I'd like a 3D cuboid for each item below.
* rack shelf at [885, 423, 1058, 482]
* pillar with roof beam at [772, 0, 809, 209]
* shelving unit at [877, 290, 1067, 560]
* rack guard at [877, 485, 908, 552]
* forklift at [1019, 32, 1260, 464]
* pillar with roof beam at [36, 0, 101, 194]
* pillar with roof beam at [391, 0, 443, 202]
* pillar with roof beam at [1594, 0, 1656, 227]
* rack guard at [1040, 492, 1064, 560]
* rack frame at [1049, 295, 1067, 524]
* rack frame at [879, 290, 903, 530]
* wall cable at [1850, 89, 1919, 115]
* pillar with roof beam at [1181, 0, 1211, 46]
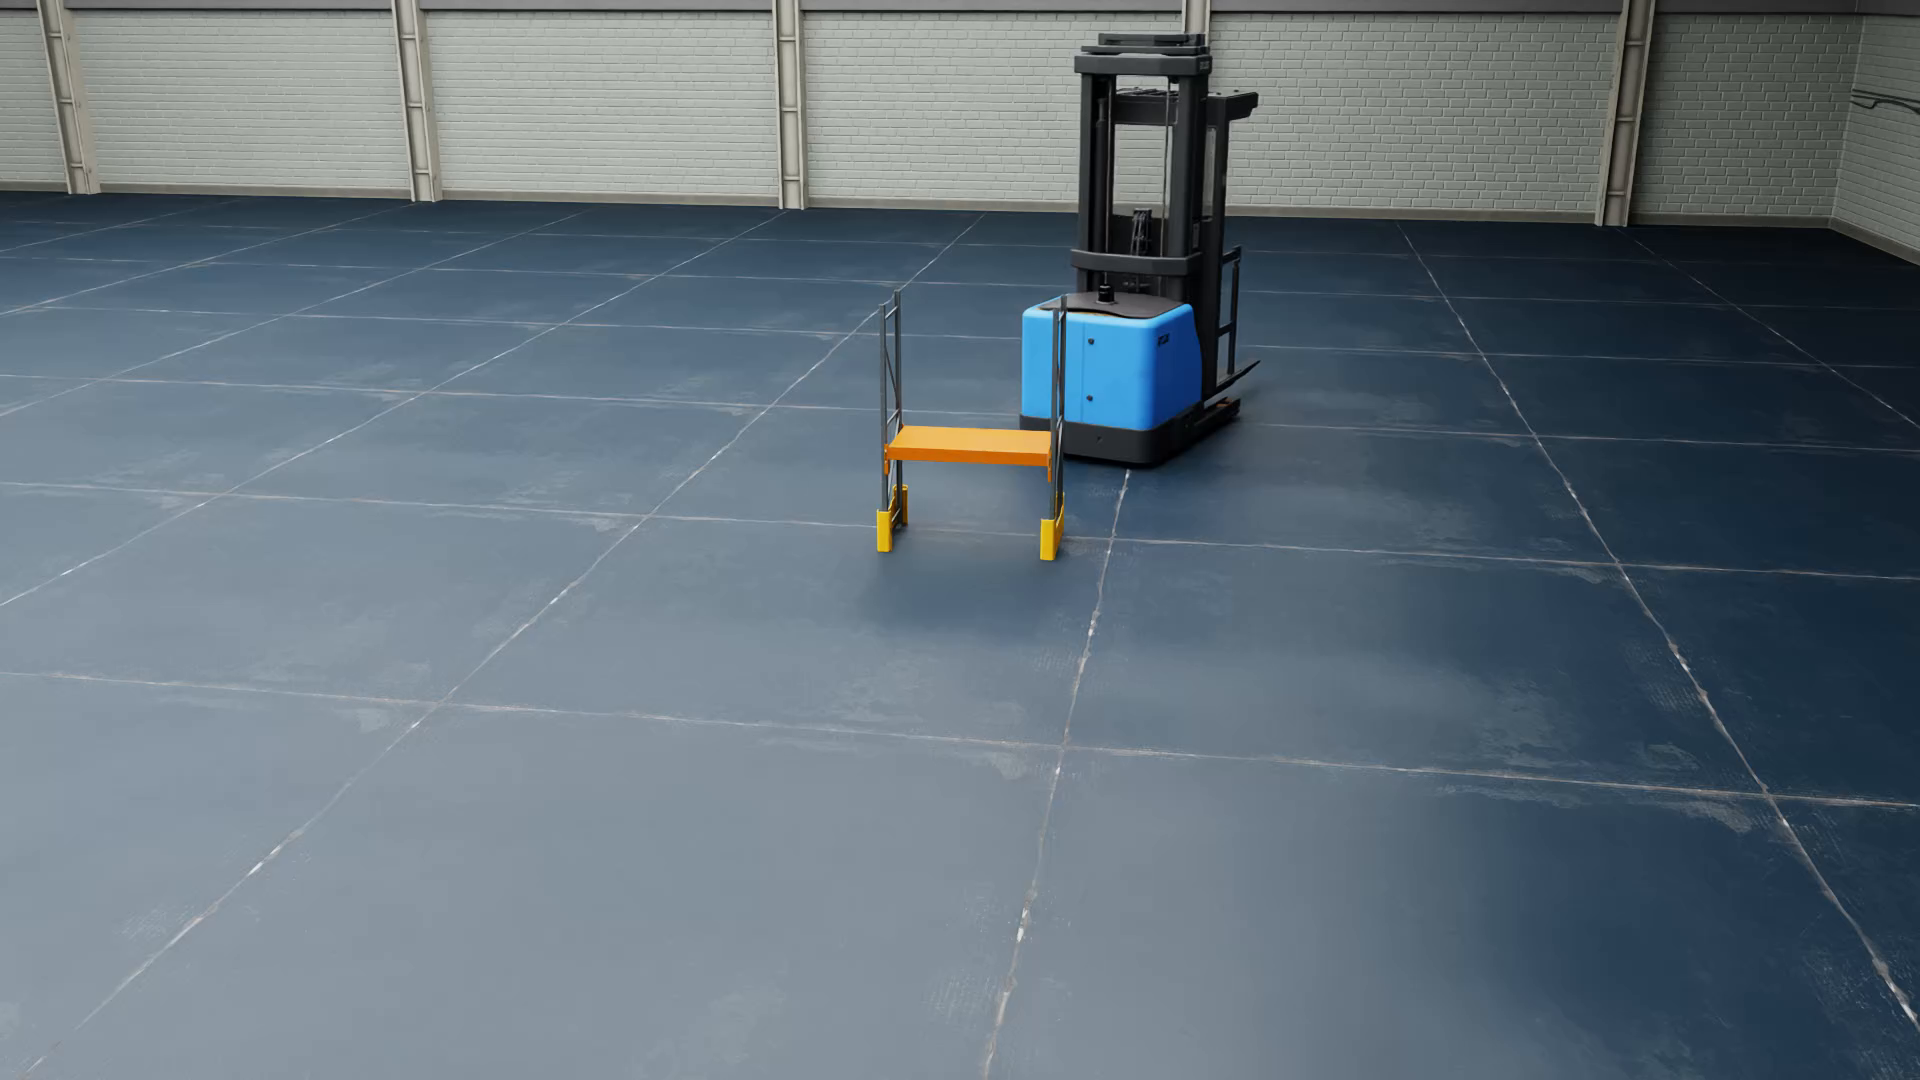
[{"bbox_3d":[0.084,-0.536,10.109,1.000,0.185,0.538,3,19,9],"label":"rack shelf"},{"bbox_3d":[-3.234,-8.026,20.110,0.400,9.000,9.100,3,19,9],"label":"pillar with roof beam"},{"bbox_3d":[0.075,-0.707,10.054,1.083,1.500,0.587,3,19,9],"label":"shelving unit"},{"bbox_3d":[-0.416,-0.140,10.327,0.087,0.250,0.587,3,19,9],"label":"rack guard"},{"bbox_3d":[1.565,-2.350,12.706,1.130,2.935,3.031,9,21,26],"label":"forklift"},{"bbox_3d":[-15.082,-8.630,21.915,0.400,9.000,9.100,3,19,9],"label":"pillar with roof beam"},{"bbox_3d":[-9.158,-8.328,21.012,0.400,9.000,9.100,3,19,9],"label":"pillar with roof beam"},{"bbox_3d":[8.614,-7.422,18.305,0.400,9.000,9.100,3,19,9],"label":"pillar with roof beam"},{"bbox_3d":[0.567,-0.090,10.177,0.087,0.250,0.587,3,19,9],"label":"rack guard"},{"bbox_3d":[0.586,-0.681,9.976,0.032,1.500,0.500,3,19,9],"label":"rack frame"},{"bbox_3d":[-0.418,-0.733,10.129,0.032,1.500,0.500,3,19,9],"label":"rack frame"},{"bbox_3d":[11.996,-6.736,21.147,0.112,2.526,3.097,3,19,9],"label":"wall cable"},{"bbox_3d":[2.690,-7.724,19.207,0.400,9.000,9.100,3,19,9],"label":"pillar with roof beam"}]
